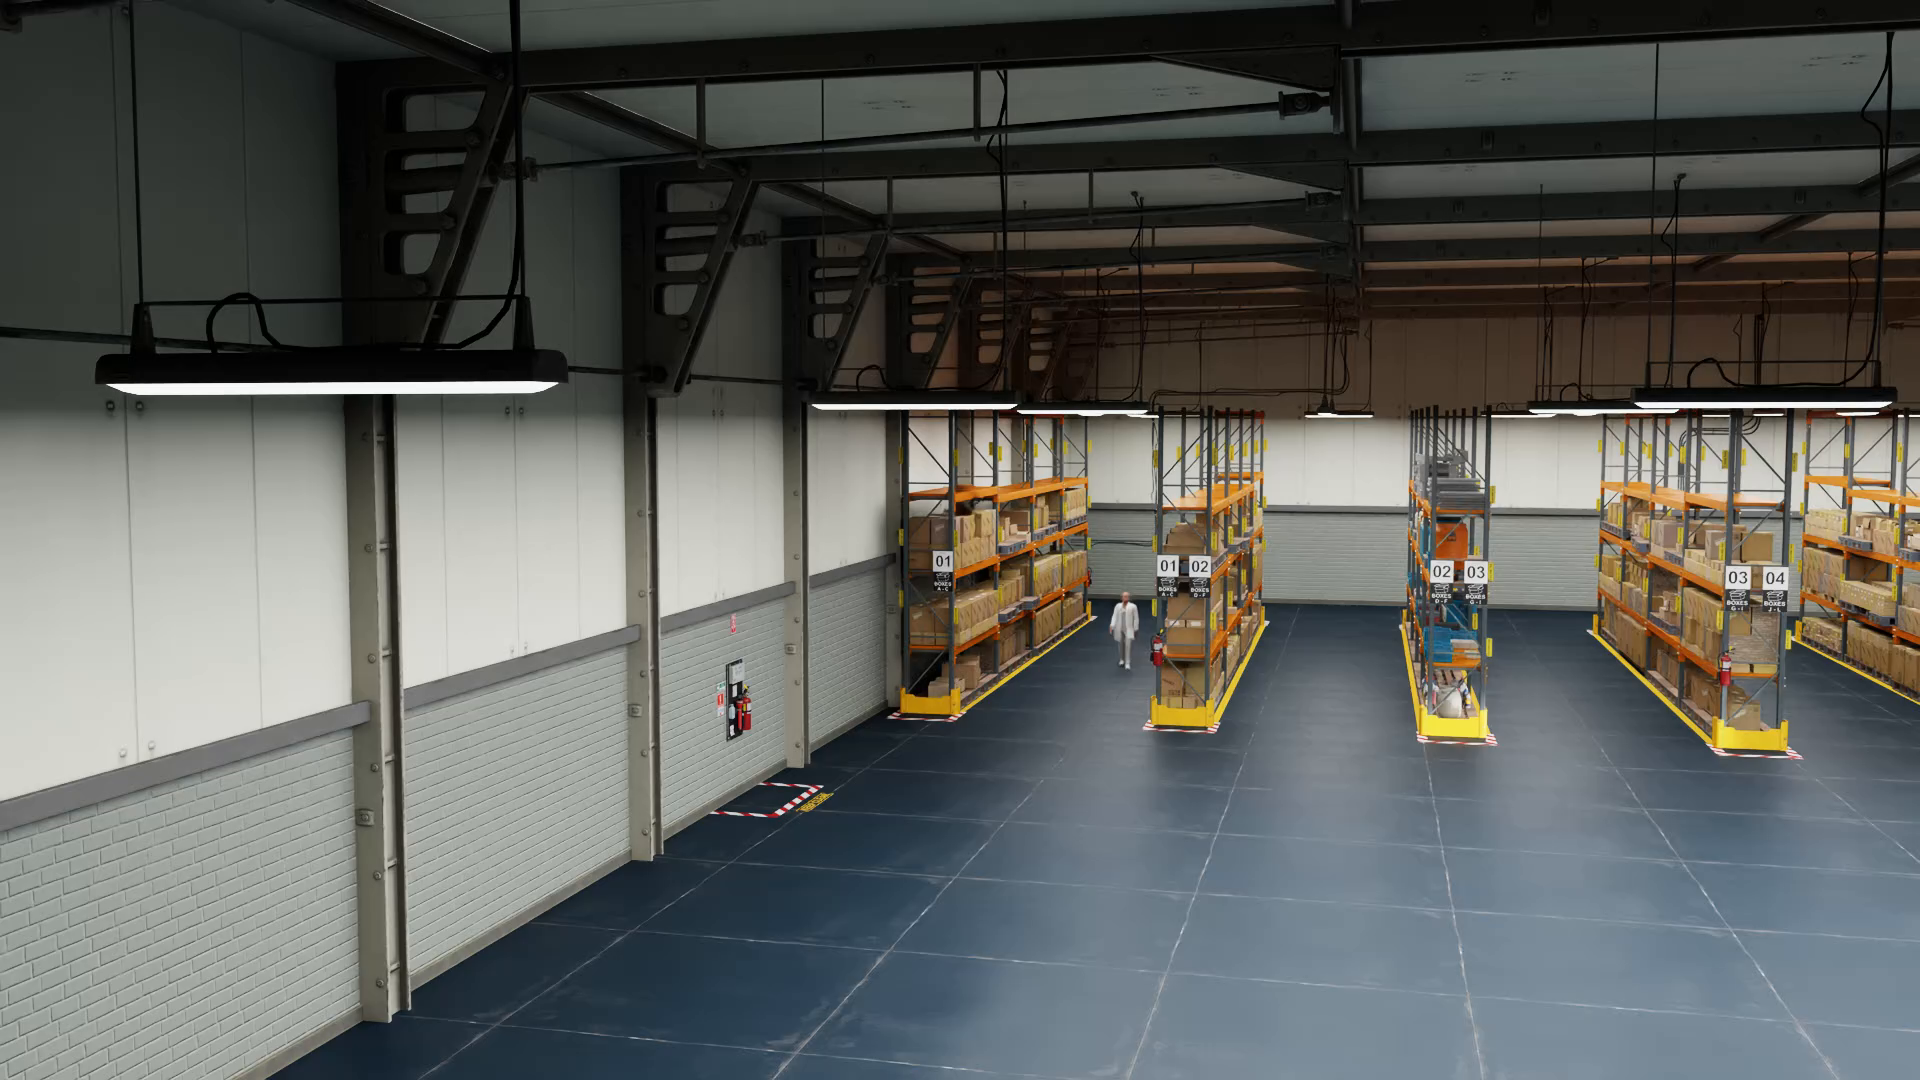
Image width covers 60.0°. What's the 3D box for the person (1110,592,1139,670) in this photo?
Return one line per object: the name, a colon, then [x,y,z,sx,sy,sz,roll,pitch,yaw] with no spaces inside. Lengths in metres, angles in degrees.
person: [3.794,2.078,38.459,0.654,1.724,1.026,1,4,11]
